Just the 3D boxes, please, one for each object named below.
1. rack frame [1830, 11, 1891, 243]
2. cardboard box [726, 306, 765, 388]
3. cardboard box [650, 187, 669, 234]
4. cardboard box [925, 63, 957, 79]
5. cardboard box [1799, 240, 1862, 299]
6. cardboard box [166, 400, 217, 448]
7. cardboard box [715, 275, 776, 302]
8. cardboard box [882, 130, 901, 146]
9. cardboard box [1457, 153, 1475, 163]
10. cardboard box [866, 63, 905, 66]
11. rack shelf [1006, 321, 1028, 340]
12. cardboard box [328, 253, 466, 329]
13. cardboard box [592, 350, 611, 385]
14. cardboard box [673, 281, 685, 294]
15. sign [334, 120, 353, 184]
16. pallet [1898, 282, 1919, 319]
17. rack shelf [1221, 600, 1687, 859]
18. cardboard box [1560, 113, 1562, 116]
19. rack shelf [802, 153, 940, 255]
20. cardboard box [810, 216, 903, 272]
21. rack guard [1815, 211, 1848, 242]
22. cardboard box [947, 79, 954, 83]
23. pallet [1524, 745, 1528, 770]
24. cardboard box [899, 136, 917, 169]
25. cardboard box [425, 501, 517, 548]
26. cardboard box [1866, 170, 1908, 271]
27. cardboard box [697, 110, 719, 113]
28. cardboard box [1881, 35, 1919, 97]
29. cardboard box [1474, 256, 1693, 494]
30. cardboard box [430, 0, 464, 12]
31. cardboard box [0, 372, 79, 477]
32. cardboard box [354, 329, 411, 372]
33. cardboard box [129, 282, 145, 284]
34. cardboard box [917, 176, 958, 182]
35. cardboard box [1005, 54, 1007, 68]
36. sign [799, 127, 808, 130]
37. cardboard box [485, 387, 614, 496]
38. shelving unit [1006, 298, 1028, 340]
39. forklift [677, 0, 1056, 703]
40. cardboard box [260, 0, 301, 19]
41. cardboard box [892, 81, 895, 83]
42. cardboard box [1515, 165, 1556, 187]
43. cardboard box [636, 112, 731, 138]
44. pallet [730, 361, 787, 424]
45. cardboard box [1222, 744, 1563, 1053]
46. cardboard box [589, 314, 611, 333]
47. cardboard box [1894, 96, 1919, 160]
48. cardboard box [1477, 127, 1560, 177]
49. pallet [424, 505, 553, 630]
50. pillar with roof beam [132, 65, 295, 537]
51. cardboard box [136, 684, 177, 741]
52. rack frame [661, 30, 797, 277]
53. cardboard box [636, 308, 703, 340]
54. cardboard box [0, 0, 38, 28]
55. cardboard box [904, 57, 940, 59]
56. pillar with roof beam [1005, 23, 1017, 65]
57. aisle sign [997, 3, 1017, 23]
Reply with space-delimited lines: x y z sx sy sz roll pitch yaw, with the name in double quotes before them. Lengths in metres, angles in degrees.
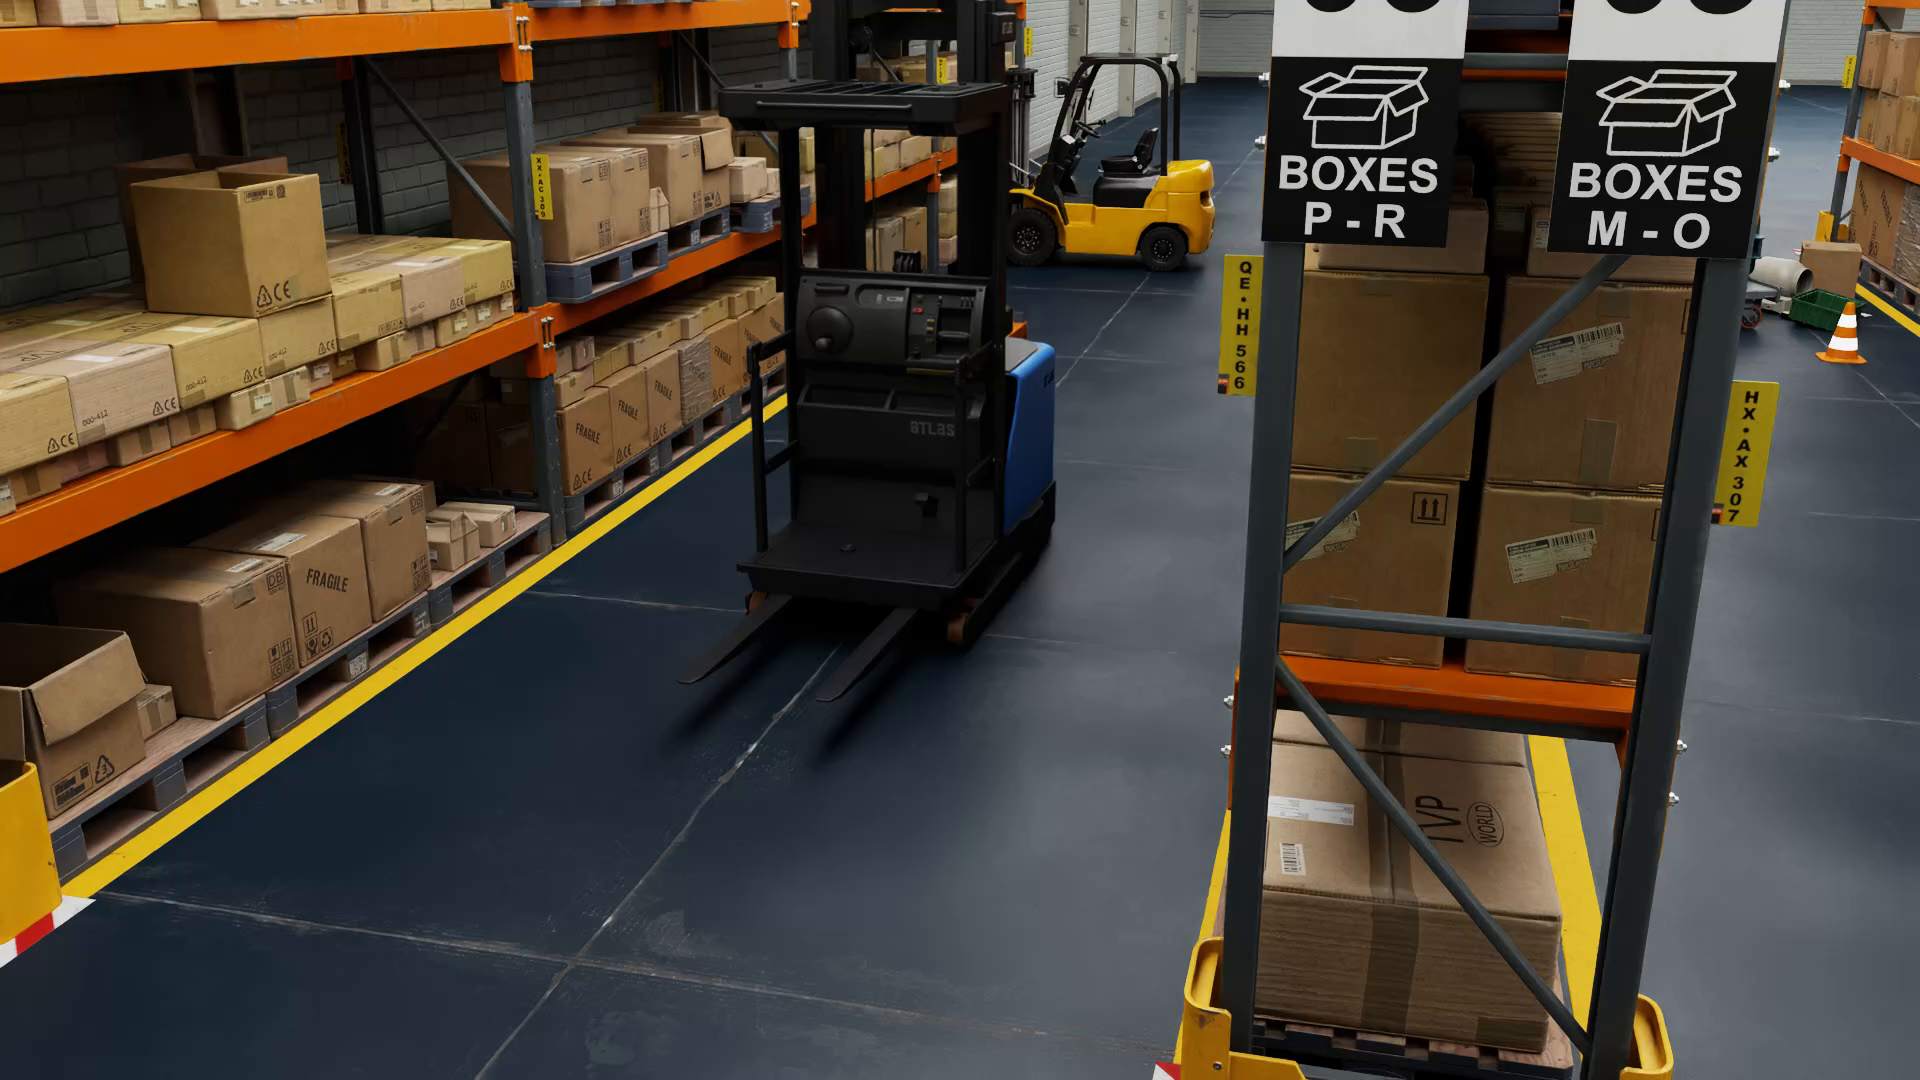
"rack frame" 9.908 -4.441 17.548 1.000 3.000 0.127 5 19 13
"cardboard box" -1.712 -1.394 11.845 0.500 0.500 0.500 4 19 13
"cardboard box" -1.951 -1.970 9.872 0.396 0.266 0.258 6 20 16
"cardboard box" -0.150 -4.751 16.838 0.380 0.149 0.250 5 20 15
"cardboard box" 8.315 -2.573 15.943 0.500 0.500 0.500 8 21 23
"cardboard box" -3.065 -0.465 6.297 0.380 0.149 0.250 5 19 14
"cardboard box" -1.560 -1.831 12.123 0.380 0.149 0.250 4 19 11
"cardboard box" -0.829 -3.607 14.566 0.500 0.250 0.500 5 19 14
"cardboard box" 2.172 -1.231 6.450 0.500 0.500 0.500 4 19 13
"cardboard box" -0.770 -4.715 16.734 0.380 0.149 0.250 4 19 13
"rack shelf" 0.198 -1.128 9.418 0.258 0.148 0.480 6 20 16
"cardboard box" -2.658 -1.162 7.722 0.500 0.250 0.500 5 19 14
"cardboard box" -2.273 -1.018 9.742 0.380 0.149 0.250 4 19 11
"cardboard box" -2.206 -1.786 11.990 0.380 0.149 0.250 5 20 15
"sign" -3.202 -2.020 8.670 0.100 0.325 0.005 5 19 13
"pallet" 9.193 -2.100 15.008 1.003 0.211 1.213 5 19 13
"rack shelf" 1.663 -0.071 5.869 1.077 0.370 4.000 5 19 13
"cardboard box" 2.385 -1.745 6.949 0.380 0.149 0.250 4 19 12
"rack shelf" -1.197 -2.970 14.355 1.077 0.370 4.000 5 19 13
"cardboard box" -1.022 -2.605 15.198 0.875 0.625 0.625 4 19 13
"rack guard" 9.914 -3.265 17.974 1.175 0.500 0.348 5 19 13
"cardboard box" -0.277 -4.536 16.668 0.380 0.149 0.250 5 19 13
"pallet" 1.594 0.897 6.236 1.003 0.211 1.213 5 19 13
"cardboard box" -0.695 -3.529 15.112 0.500 0.250 0.500 5 19 13
"cardboard box" -2.514 -0.081 8.546 0.380 0.149 0.250 4 19 12
"cardboard box" 9.594 -3.140 16.378 0.875 0.875 0.875 4 19 13
"cardboard box" -1.846 -3.246 12.893 0.380 0.149 0.250 5 20 15
"cardboard box" 9.467 -4.565 16.009 0.875 0.550 0.550 5 19 13
"cardboard box" 1.568 -0.433 4.114 0.500 0.500 0.500 4 19 12
"cardboard box" -2.527 -2.518 7.666 0.380 0.149 0.250 5 19 13
"cardboard box" -3.268 -0.367 5.392 0.500 0.250 0.500 5 19 14
"cardboard box" -2.704 -0.862 7.459 0.380 0.149 0.250 4 19 13
"cardboard box" -3.289 -1.046 7.382 0.500 0.250 0.500 5 20 15
"cardboard box" -0.151 -3.594 17.127 0.500 0.250 0.500 5 19 13
"cardboard box" 0.318 -5.393 18.718 0.380 0.149 0.250 5 20 15
"sign" -1.157 -3.154 12.112 0.100 0.325 0.005 5 19 13
"cardboard box" -2.326 -0.579 9.460 0.500 0.500 0.500 6 20 16
"shelving unit" 0.198 -0.756 9.545 0.258 1.200 0.503 6 20 16
"forklift" -0.392 -1.032 7.675 1.130 2.935 3.031 6 20 16
"cardboard box" -2.811 -2.109 6.470 0.380 0.149 0.250 5 20 14
"cardboard box" -0.851 -4.494 16.545 0.380 0.149 0.250 4 19 12
"cardboard box" 1.746 -0.946 4.611 0.380 0.149 0.250 4 19 12
"cardboard box" -1.963 -2.780 11.883 0.500 0.500 0.500 6 20 16
"pallet" -1.904 -1.133 12.177 1.003 0.211 1.213 5 19 13
"cardboard box" 1.239 1.014 4.893 0.875 0.438 0.875 4 19 12
"cardboard box" -2.486 -1.376 10.791 0.380 0.149 0.250 4 19 11
"cardboard box" 9.400 -3.883 15.682 0.875 0.550 0.500 5 19 13
"cardboard box" 2.011 -1.349 5.791 0.380 0.149 0.250 4 19 12
"pallet" -2.831 0.105 8.553 1.003 0.211 1.213 5 19 13
"pillar with roof beam" 0.468 -3.782 6.337 9.100 9.000 0.400 5 19 13
"cardboard box" -3.257 0.660 6.375 0.380 0.149 0.250 4 19 11
"rack frame" -1.685 -2.683 12.403 1.000 3.000 0.127 5 19 13
"cardboard box" -1.911 -1.418 10.912 0.380 0.149 0.250 4 19 11
"cardboard box" -3.219 -1.721 5.334 0.380 0.149 0.250 5 19 14
"cardboard box" -0.425 -5.115 17.904 0.380 0.149 0.250 5 19 14
"pillar with roof beam" 4.866 -9.423 22.854 9.100 9.000 0.400 5 19 13
"aisle sign" 0.570 -6.418 19.316 0.394 0.787 0.004 5 19 13
